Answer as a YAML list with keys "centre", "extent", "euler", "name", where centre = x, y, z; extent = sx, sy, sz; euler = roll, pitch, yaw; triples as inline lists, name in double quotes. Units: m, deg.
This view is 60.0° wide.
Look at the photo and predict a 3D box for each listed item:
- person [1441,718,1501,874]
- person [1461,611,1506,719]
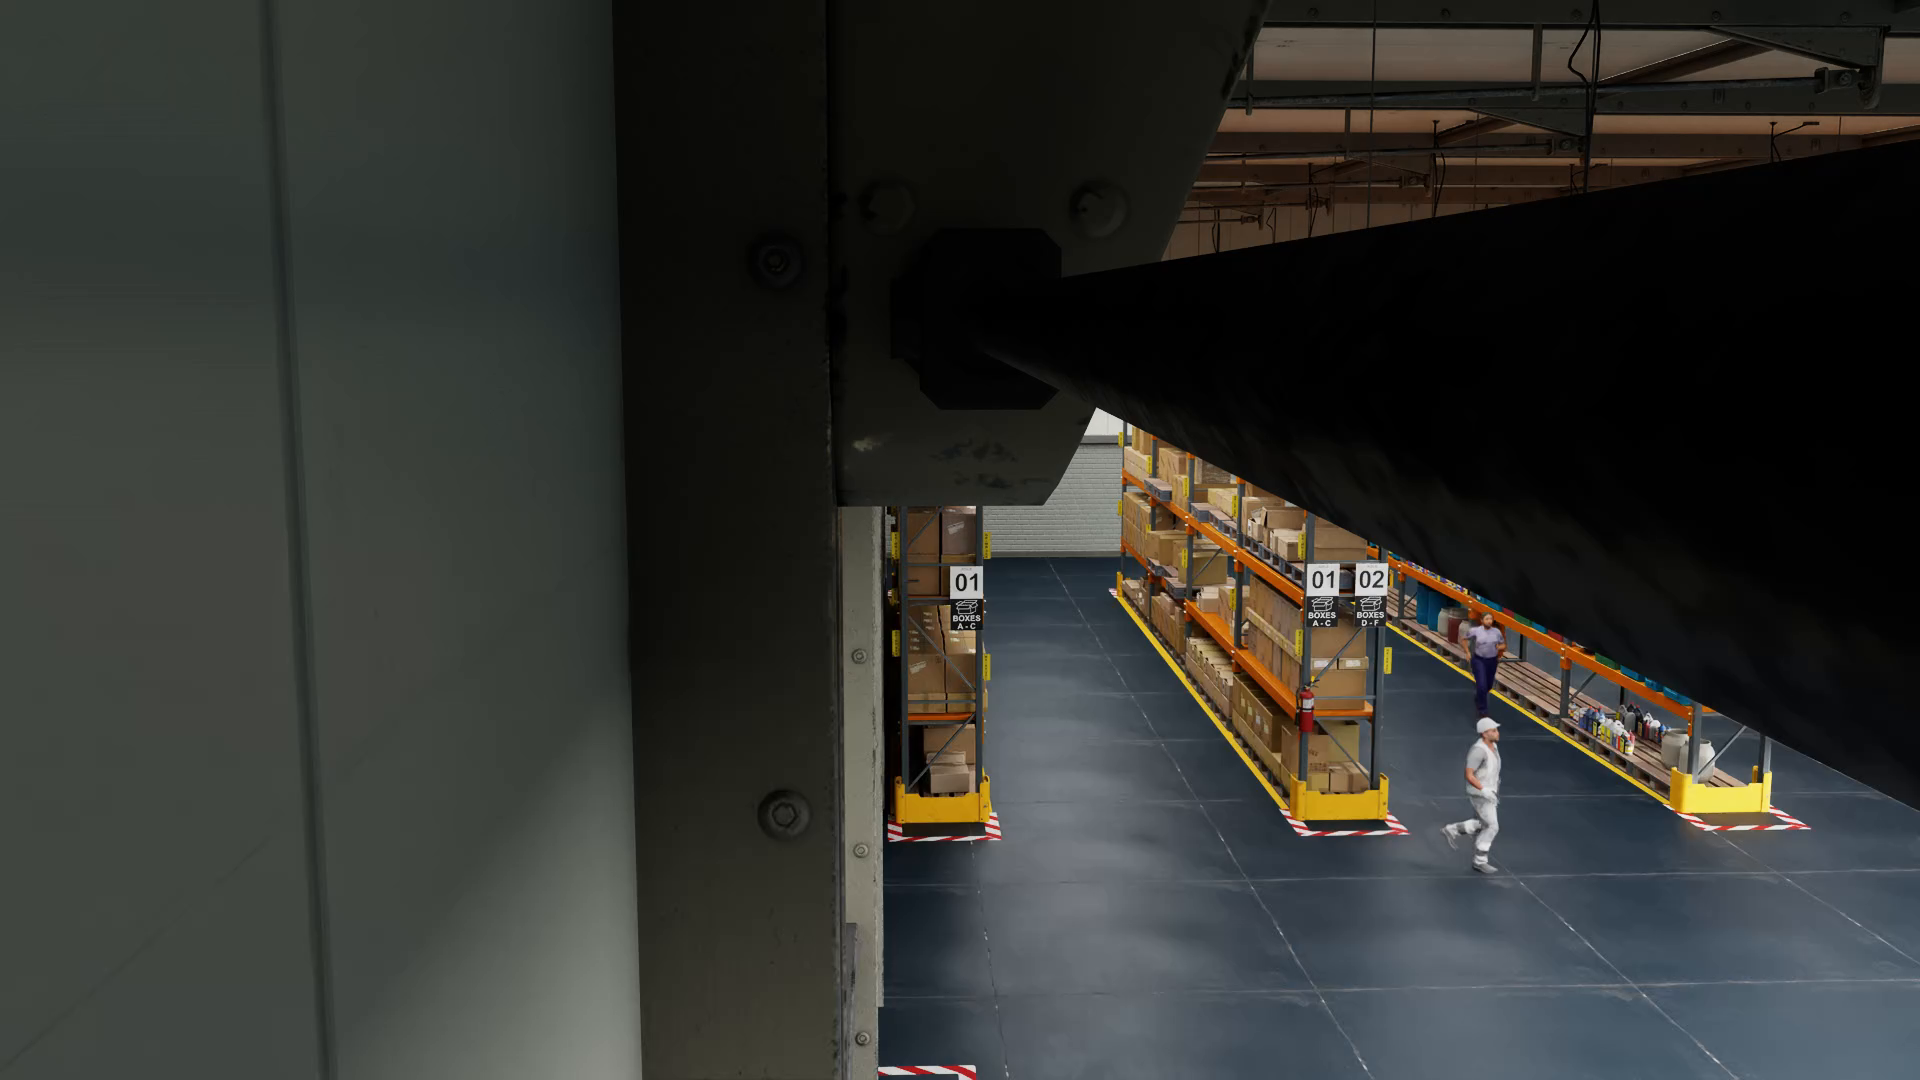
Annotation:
- centre: [5.787, 2.848, 18.769]
  extent: [0.668, 1.774, 0.662]
  euler: [5, 10, 33]
  name: "person"
- centre: [8.056, 1.923, 25.550]
  extent: [0.585, 1.671, 0.895]
  euler: [-1, 8, -8]
  name: "person"
